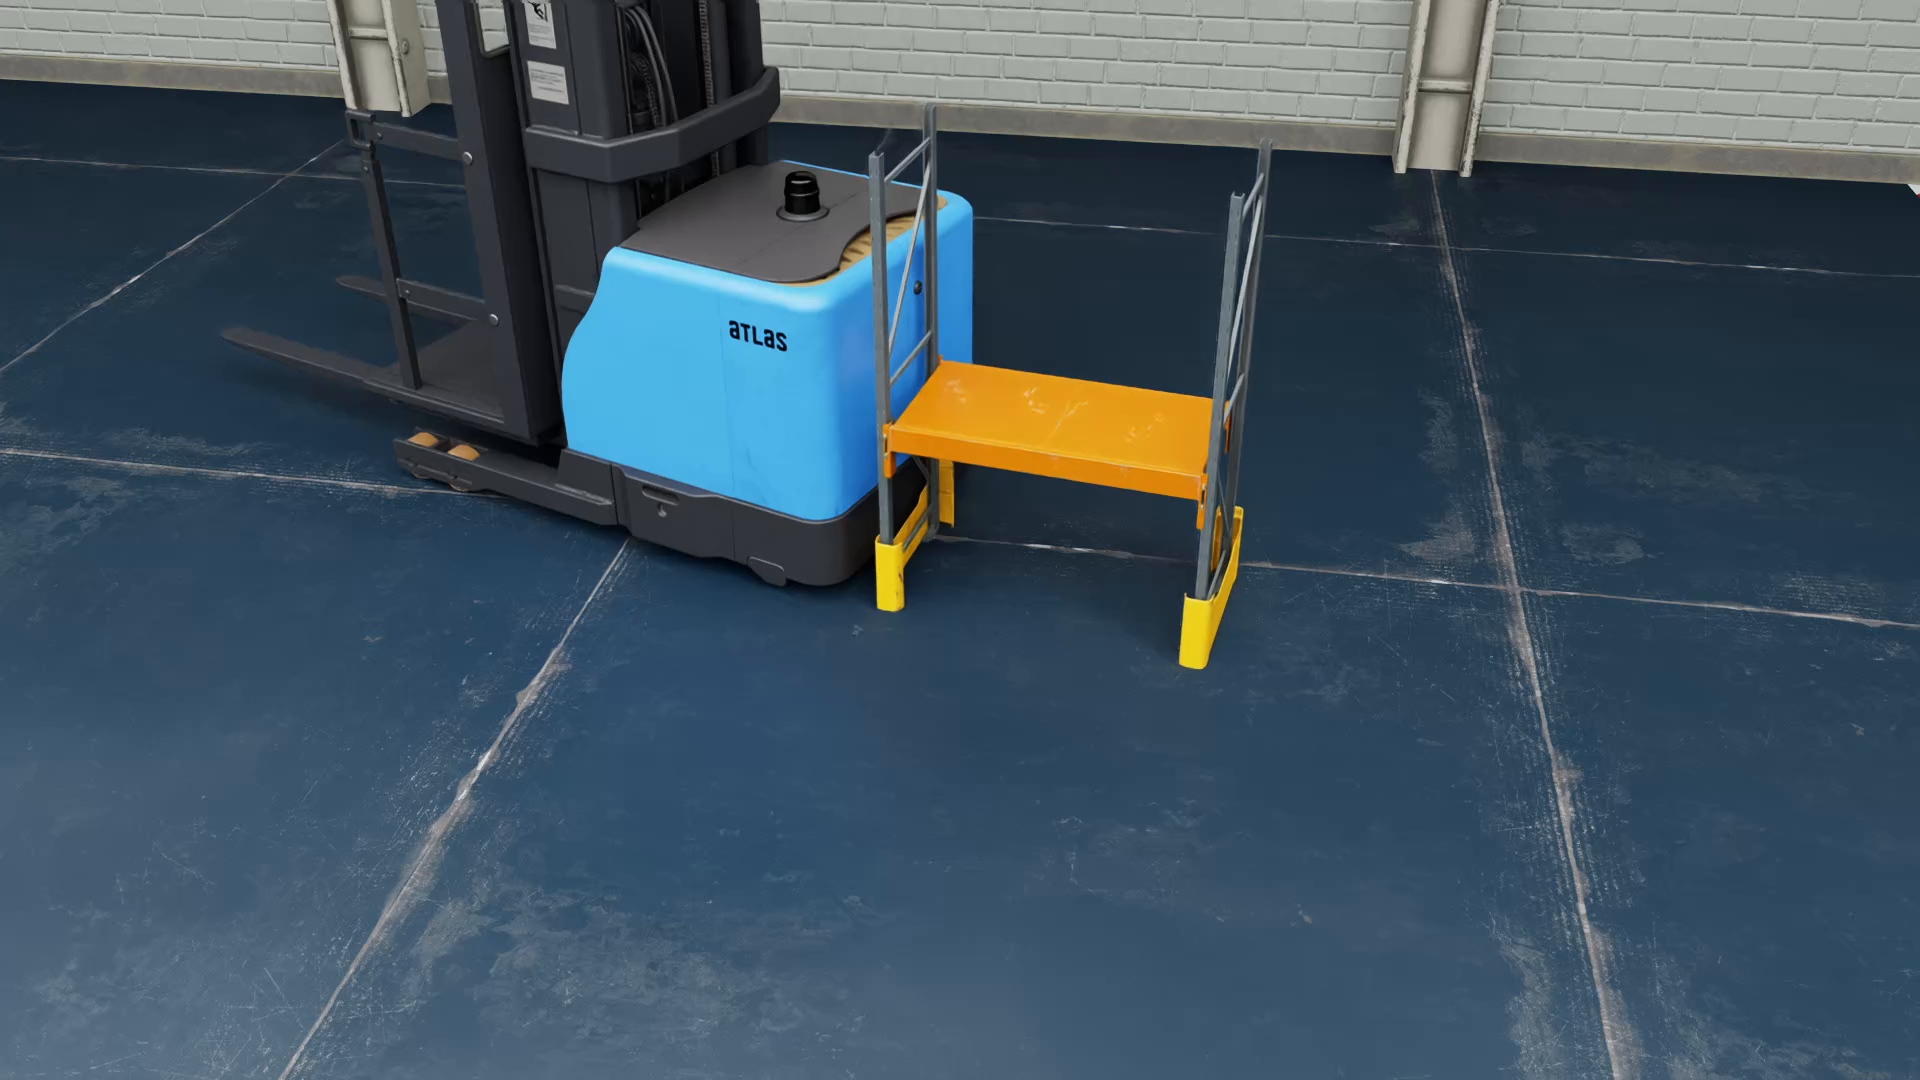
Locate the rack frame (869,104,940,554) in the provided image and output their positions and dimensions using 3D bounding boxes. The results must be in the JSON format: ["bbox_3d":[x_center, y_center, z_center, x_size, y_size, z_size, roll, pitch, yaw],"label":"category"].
[{"bbox_3d":[-0.163,-0.557,5.226,0.032,1.500,0.500,10,33,15],"label":"rack frame"}]

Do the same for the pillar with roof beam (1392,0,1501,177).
[{"bbox_3d":[1.820,-3.590,3.004,0.400,9.000,9.100,5,32,8],"label":"pillar with roof beam"}]

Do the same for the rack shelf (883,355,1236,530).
[{"bbox_3d":[0.320,-0.320,5.187,1.000,0.185,0.538,10,33,15],"label":"rack shelf"}]

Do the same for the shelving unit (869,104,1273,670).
[{"bbox_3d":[0.328,-0.471,5.089,1.083,1.500,0.587,10,33,15],"label":"shelving unit"}]

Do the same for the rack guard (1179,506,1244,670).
[{"bbox_3d":[0.802,0.141,5.289,0.087,0.250,0.587,10,33,15],"label":"rack guard"}]

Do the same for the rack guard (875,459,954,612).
[{"bbox_3d":[-0.145,-0.024,5.553,0.087,0.250,0.587,10,33,15],"label":"rack guard"}]

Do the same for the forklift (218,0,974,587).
[{"bbox_3d":[-1.482,-1.644,5.614,3.031,2.935,1.130,16,36,24],"label":"forklift"}]

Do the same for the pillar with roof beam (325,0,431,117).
[{"bbox_3d":[-4.095,-4.125,3.859,0.400,9.000,9.100,5,32,8],"label":"pillar with roof beam"}]

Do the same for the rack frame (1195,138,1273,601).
[{"bbox_3d":[0.803,-0.389,4.957,0.032,1.500,0.500,10,33,15],"label":"rack frame"}]
